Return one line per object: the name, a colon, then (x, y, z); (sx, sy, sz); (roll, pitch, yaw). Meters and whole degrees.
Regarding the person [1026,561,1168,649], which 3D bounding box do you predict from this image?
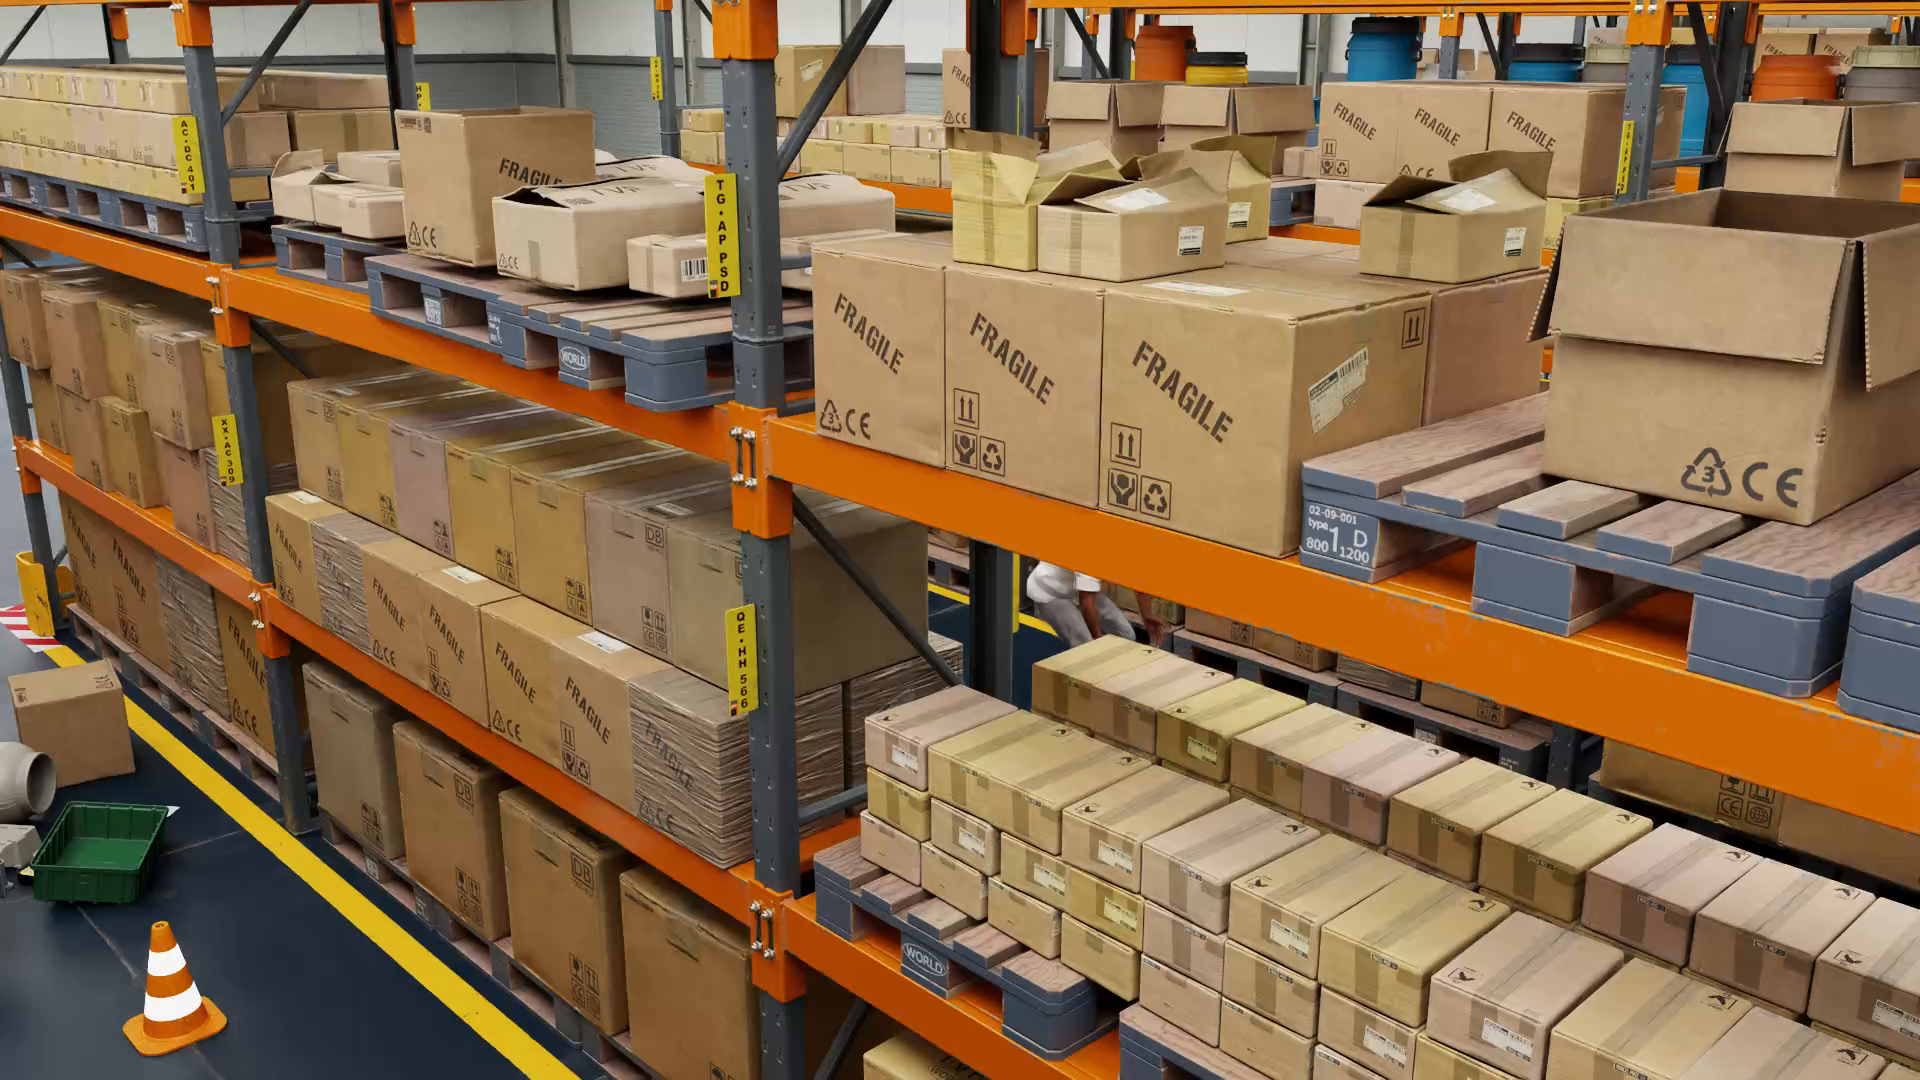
person: (0.795, 0.366, 9.586); (0.802, 1.317, 0.630); (15, 23, 40)
